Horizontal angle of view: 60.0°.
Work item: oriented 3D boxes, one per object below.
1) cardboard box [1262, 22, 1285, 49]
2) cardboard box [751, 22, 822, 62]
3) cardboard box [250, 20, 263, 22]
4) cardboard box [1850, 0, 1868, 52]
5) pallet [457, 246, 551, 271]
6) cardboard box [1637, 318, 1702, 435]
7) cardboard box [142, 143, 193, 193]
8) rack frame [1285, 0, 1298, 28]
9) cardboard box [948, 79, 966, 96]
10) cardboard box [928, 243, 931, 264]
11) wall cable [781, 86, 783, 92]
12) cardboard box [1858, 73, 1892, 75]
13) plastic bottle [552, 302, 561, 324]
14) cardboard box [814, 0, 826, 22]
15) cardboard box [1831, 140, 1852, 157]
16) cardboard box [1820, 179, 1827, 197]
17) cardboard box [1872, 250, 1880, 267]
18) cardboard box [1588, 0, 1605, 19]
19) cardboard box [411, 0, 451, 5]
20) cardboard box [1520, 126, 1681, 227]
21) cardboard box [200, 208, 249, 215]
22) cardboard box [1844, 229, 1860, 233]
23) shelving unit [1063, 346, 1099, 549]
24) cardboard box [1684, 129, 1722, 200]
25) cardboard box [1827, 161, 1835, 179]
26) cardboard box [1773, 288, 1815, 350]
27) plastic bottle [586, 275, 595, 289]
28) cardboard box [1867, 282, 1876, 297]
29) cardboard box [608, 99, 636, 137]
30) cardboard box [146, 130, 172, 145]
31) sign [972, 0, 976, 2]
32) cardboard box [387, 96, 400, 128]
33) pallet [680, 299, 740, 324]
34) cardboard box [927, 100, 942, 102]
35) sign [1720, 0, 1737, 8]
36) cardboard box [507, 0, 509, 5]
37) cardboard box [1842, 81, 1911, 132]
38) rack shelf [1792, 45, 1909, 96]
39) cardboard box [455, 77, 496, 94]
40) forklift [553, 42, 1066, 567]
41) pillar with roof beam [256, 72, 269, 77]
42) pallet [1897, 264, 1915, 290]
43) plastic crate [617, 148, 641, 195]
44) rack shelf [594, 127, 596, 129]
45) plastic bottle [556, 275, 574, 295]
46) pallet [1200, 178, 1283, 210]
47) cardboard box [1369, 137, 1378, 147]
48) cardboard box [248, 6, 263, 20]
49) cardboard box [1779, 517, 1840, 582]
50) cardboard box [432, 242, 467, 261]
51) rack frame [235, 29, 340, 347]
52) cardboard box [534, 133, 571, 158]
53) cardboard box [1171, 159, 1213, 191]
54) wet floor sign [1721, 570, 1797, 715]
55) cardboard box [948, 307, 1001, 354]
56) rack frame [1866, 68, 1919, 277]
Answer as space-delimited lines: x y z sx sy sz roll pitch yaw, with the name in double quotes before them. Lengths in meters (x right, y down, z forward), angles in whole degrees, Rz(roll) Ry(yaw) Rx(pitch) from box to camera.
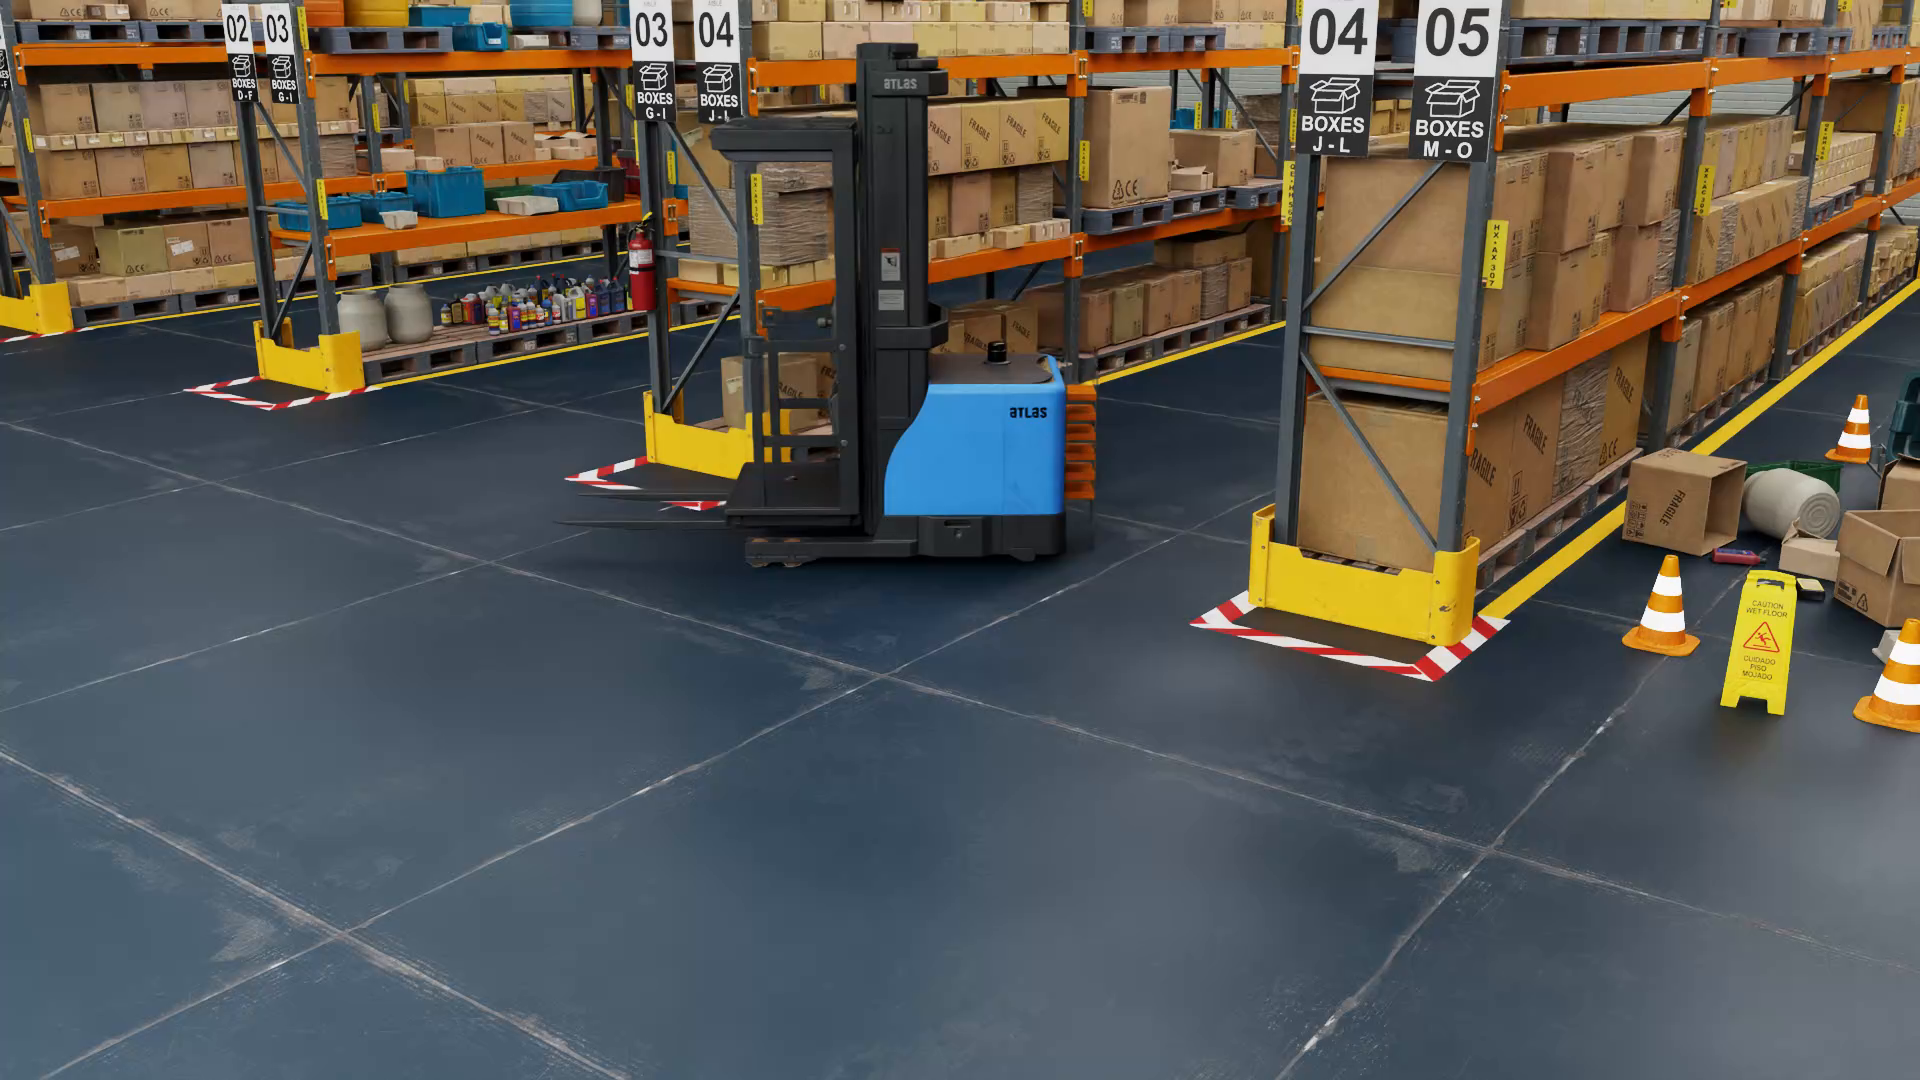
"cardboard box" 2.902 -5.040 16.611 0.500 0.250 0.500 12 21 35
"cardboard box" -1.283 -3.360 11.202 0.500 0.250 0.500 13 22 36
"cardboard box" -10.204 -7.600 23.724 0.500 0.500 0.500 12 21 33
"cardboard box" 7.758 -4.625 14.853 0.500 0.500 0.500 12 21 35
"pallet" -6.214 -3.777 22.051 1.003 0.211 1.213 12 21 35
"cardboard box" 4.826 -1.273 12.369 1.050 0.750 0.750 12 21 34
"cardboard box" -8.834 -4.082 18.161 0.700 0.500 0.500 13 21 35
"rack frame" 2.989 -6.701 16.649 1.000 3.000 0.127 12 21 35
"cardboard box" -0.243 -7.863 28.653 0.500 0.500 0.500 12 21 34
"cardboard box" -0.445 -2.176 12.618 0.380 0.149 0.250 12 21 35
"wall cable" -4.176 -9.325 33.500 0.084 1.984 1.851 12 21 35
"cardboard box" 11.198 -5.448 20.374 0.500 0.500 0.500 12 21 34
"plastic bottle" -3.980 -2.234 16.357 0.097 0.201 0.097 0 17 0
"cardboard box" -1.145 -3.633 11.408 0.380 0.149 0.250 12 21 34
"cardboard box" 8.436 -3.812 16.175 0.380 0.149 0.250 11 21 32
"cardboard box" 7.820 -3.280 15.463 0.380 0.149 0.250 14 22 37
"cardboard box" 9.879 -3.112 18.302 0.380 0.149 0.250 14 22 37
"cardboard box" 3.208 -2.856 8.873 0.380 0.149 0.250 13 21 35
"cardboard box" -6.628 -6.834 20.415 0.500 0.500 0.500 15 23 40
"cardboard box" 4.047 -2.337 10.637 0.875 0.550 0.550 12 21 35
"cardboard box" -8.472 -3.587 19.400 0.500 0.500 0.500 12 21 35
"cardboard box" 10.692 -3.701 20.200 0.380 0.149 0.250 11 20 32
"shelving unit" 0.716 -0.553 10.001 0.189 1.200 0.258 0 17 -1
"cardboard box" 5.124 -2.750 12.187 0.700 0.500 0.500 12 21 34
"cardboard box" 7.977 -3.486 15.626 0.380 0.149 0.250 12 21 35
"cardboard box" 7.538 -2.066 15.344 0.500 0.500 0.500 11 21 32
"plastic bottle" -3.914 -2.667 17.633 0.097 0.271 0.097 0 17 0
"cardboard box" 9.770 -2.757 18.163 0.380 0.149 0.250 11 21 32
"cardboard box" -4.680 -6.006 23.648 0.700 0.500 0.500 5 18 16
"cardboard box" -8.711 -4.341 17.902 0.380 0.149 0.250 12 21 33
"sign" 0.236 -9.245 28.407 0.100 0.325 0.005 12 21 35
"cardboard box" -8.876 -6.820 26.445 0.500 0.500 0.500 13 21 35
"pallet" -2.936 -2.621 18.327 1.003 0.211 1.213 12 21 35
"cardboard box" -0.462 -3.250 13.295 0.500 0.500 0.500 12 21 35
"sign" 4.975 -3.602 10.723 0.100 0.325 0.005 12 21 35
"cardboard box" -7.454 -8.771 27.461 0.700 0.500 0.500 12 21 34
"cardboard box" 9.760 -4.620 17.707 0.500 0.500 0.500 13 22 36
"rack shelf" 8.103 -4.501 15.834 1.077 0.370 4.000 12 21 35
"cardboard box" -7.854 -7.330 26.821 0.500 0.250 0.500 13 21 35
"forklift" -0.897 -1.397 9.800 3.031 2.935 1.130 0 17 -1
"pillar with roof beam" -6.957 -8.409 22.150 9.100 9.000 0.400 12 21 35
"pallet" 11.121 -3.304 20.527 1.003 0.211 1.213 12 21 35
"plastic crate" -3.330 -3.958 17.825 0.402 0.464 0.583 12 21 35
"rack shelf" -5.370 -7.547 30.703 1.077 0.370 4.000 12 21 35
"plastic bottle" -4.071 -2.559 17.151 0.144 0.351 0.185 12 21 35
"pallet" 2.650 -3.556 16.960 1.213 0.211 1.003 12 21 35
"cardboard box" 4.404 -4.316 18.916 0.500 0.500 0.500 13 21 35
"cardboard box" -7.847 -5.879 18.539 0.380 0.149 0.250 12 21 35
"cardboard box" 4.983 0.058 9.610 0.258 0.266 0.396 -16 23 -41
"cardboard box" -6.603 -3.696 21.015 0.500 0.250 0.500 13 22 36
"rack frame" -5.756 -2.806 14.221 1.000 3.000 0.127 12 21 35
"cardboard box" -5.653 -5.366 22.616 0.500 0.311 0.500 12 21 34
"cardboard box" 2.212 -3.527 16.063 0.396 0.266 0.258 12 21 33
"wet floor sign" 3.718 0.451 7.703 0.267 0.644 0.232 8 19 25
"cardboard box" 0.000 -1.664 14.051 0.500 0.500 0.500 -12 21 -33
"rack frame" 11.678 -4.841 20.774 1.000 3.000 0.127 12 21 35
